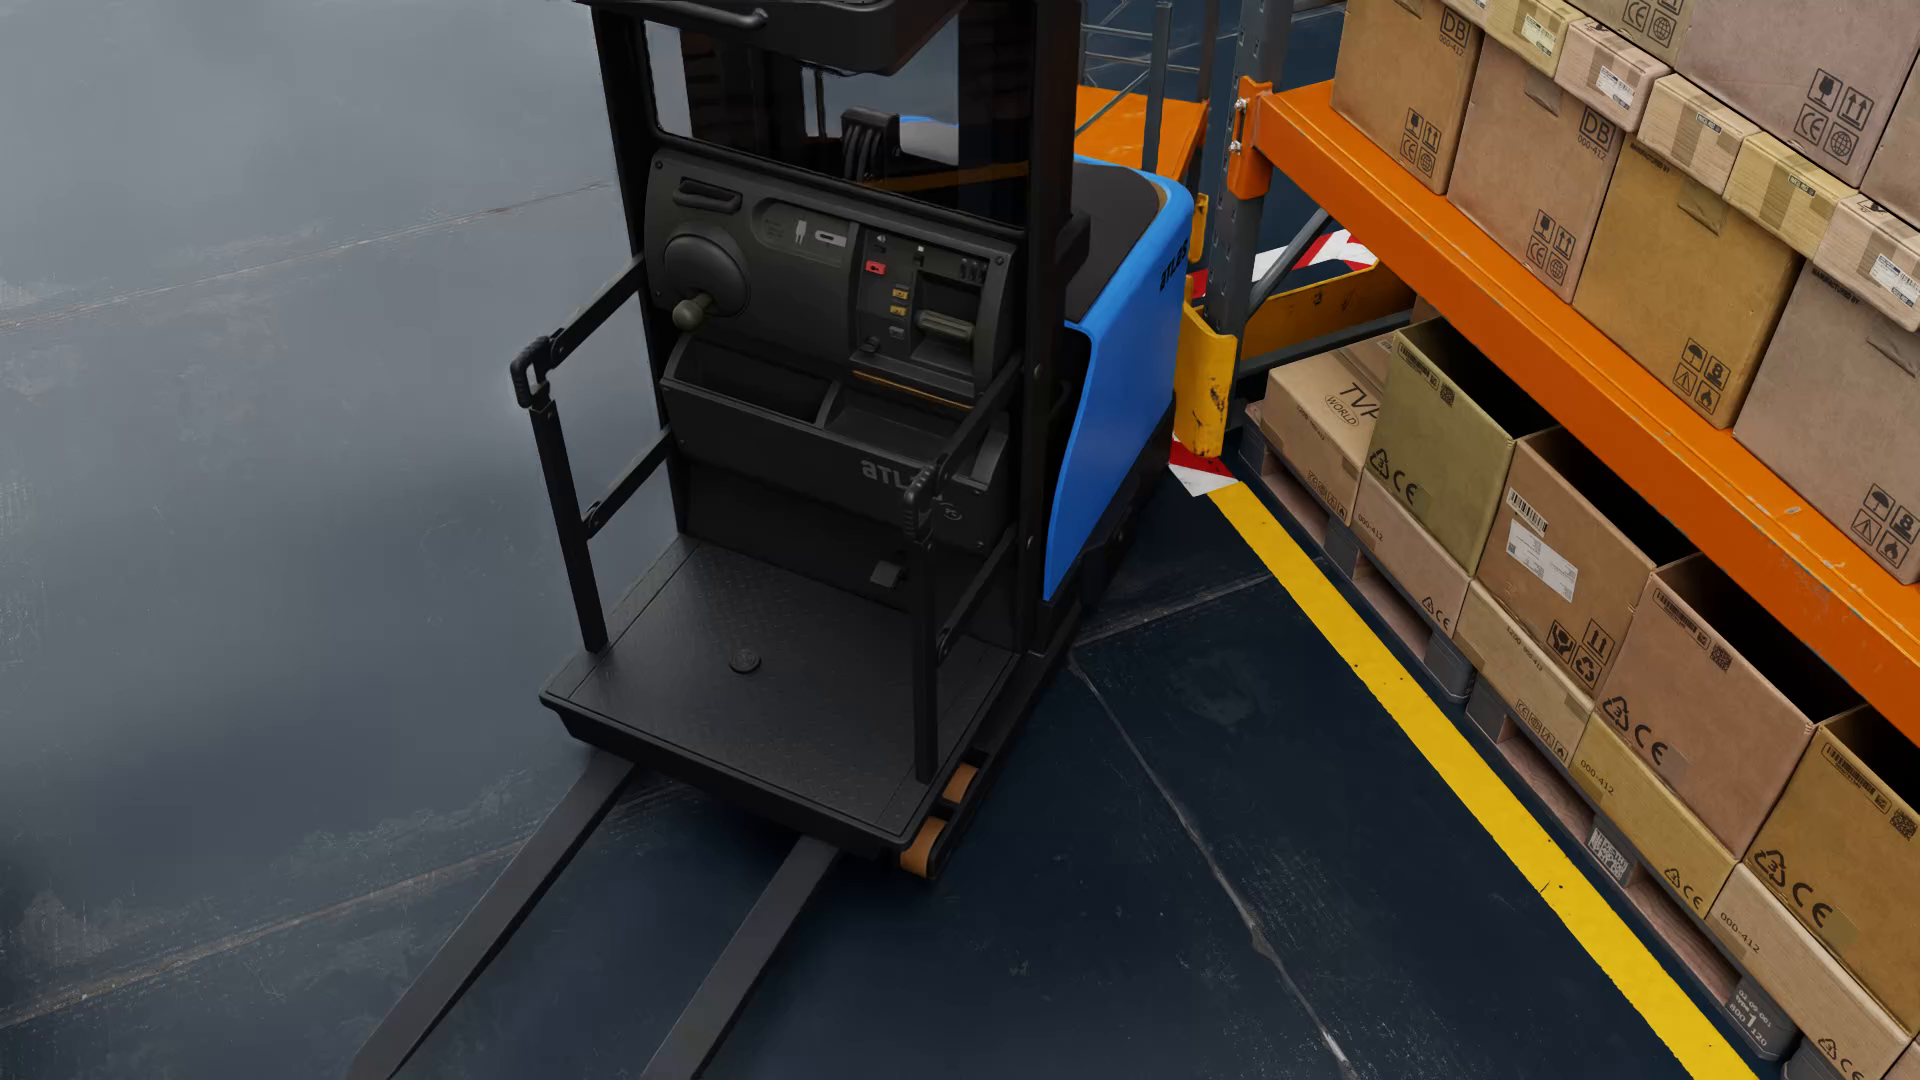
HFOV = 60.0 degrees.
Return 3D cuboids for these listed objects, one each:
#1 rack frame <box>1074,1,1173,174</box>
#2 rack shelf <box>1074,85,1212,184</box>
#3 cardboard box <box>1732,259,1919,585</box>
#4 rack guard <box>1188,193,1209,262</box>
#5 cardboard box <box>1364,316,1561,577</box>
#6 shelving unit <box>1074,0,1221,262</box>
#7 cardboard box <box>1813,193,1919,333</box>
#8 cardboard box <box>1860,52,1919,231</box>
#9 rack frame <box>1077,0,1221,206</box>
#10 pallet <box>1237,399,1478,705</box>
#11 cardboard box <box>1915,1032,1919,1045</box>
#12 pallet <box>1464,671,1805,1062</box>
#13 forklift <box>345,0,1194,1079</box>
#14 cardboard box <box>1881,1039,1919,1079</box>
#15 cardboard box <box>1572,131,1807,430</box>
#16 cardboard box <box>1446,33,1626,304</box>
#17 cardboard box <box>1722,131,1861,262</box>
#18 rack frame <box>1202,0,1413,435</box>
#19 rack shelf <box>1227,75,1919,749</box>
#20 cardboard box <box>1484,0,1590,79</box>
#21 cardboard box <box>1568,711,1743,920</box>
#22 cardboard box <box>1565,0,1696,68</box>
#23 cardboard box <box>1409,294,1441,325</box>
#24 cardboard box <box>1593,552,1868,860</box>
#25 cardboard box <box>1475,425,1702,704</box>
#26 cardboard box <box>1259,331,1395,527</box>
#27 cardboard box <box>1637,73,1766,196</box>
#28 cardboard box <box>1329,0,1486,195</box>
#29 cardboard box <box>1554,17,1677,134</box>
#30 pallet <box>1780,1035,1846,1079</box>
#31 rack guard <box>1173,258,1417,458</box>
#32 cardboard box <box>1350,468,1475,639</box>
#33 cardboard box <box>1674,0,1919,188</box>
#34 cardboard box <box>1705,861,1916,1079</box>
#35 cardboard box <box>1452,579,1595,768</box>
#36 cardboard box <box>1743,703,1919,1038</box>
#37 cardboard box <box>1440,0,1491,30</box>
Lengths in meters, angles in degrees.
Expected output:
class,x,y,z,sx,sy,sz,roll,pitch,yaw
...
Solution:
class,x,y,z,sx,sy,sz,roll,pitch,yaw
rack frame,0.349,-1.003,5.198,0.500,1.500,0.032,12,46,12
rack shelf,0.496,-1.216,5.671,0.538,0.185,1.000,12,46,12
cardboard box,2.097,-0.340,3.388,0.700,0.500,0.500,-17,47,-16
rack guard,0.638,-1.228,6.316,0.587,0.250,0.087,12,46,12
cardboard box,1.495,-0.304,4.547,0.500,0.500,0.500,-18,47,-17
shelving unit,0.494,-1.338,5.538,0.587,1.500,1.083,12,46,12
cardboard box,1.874,-0.565,3.154,0.380,0.149,0.250,-18,47,-17
cardboard box,2.115,-0.781,2.911,0.700,0.500,0.500,-18,47,-17
rack frame,0.644,-1.686,5.891,0.500,1.500,0.032,12,46,12
pallet,1.619,-0.124,5.226,1.003,0.211,1.213,-18,47,-17
cardboard box,2.348,0.966,3.260,0.500,0.500,0.500,-18,47,-17
pallet,2.128,0.652,4.439,1.003,0.211,1.213,-18,47,-17
forklift,-0.412,-0.520,3.691,1.130,2.935,3.031,19,48,18
cardboard box,2.346,1.234,3.522,0.500,0.250,0.500,-18,47,-17
cardboard box,1.872,-0.675,3.727,0.700,0.500,0.500,-18,47,-17
cardboard box,1.669,-0.993,4.049,0.700,0.500,0.500,-17,47,-16
cardboard box,1.772,-0.725,3.316,0.380,0.149,0.250,-19,48,-18
rack frame,1.259,-1.592,4.728,1.000,3.000,0.127,-18,47,-17
rack shelf,2.100,-0.061,3.689,1.077,0.370,4.000,-18,47,-17
cardboard box,1.446,-1.218,3.816,0.380,0.149,0.250,-18,47,-17
cardboard box,1.912,0.601,4.164,0.500,0.250,0.500,-18,47,-17
cardboard box,1.692,-1.421,3.559,0.700,0.500,0.500,-19,48,-18
cardboard box,1.754,-0.776,5.025,0.500,0.500,0.500,-18,47,-17
cardboard box,1.911,0.335,3.900,0.500,0.500,0.500,-18,47,-17
cardboard box,1.716,0.011,4.228,0.500,0.500,0.500,-18,47,-17
cardboard box,1.283,-0.355,5.133,0.500,0.250,0.500,-18,47,-17
cardboard box,1.664,-0.887,3.481,0.380,0.149,0.250,-20,48,-19
cardboard box,1.444,-1.326,4.387,0.700,0.500,0.500,-18,47,-17
cardboard box,1.550,-1.056,3.652,0.380,0.149,0.250,-19,48,-18
pallet,2.644,1.431,3.650,1.003,0.211,1.213,-18,47,-17
rack guard,1.249,-0.717,5.621,1.175,0.500,0.348,-18,47,-17
cardboard box,1.496,-0.038,4.811,0.500,0.250,0.500,-18,47,-17
cardboard box,1.905,-1.100,3.234,0.700,0.500,0.500,-18,47,-17
cardboard box,2.123,0.920,3.841,0.500,0.250,0.500,-18,47,-17
cardboard box,1.706,0.281,4.488,0.500,0.250,0.500,-18,47,-17
cardboard box,2.134,0.649,3.581,0.500,0.500,0.500,-18,47,-17
cardboard box,1.342,-1.377,3.977,0.380,0.149,0.250,-19,48,-18
